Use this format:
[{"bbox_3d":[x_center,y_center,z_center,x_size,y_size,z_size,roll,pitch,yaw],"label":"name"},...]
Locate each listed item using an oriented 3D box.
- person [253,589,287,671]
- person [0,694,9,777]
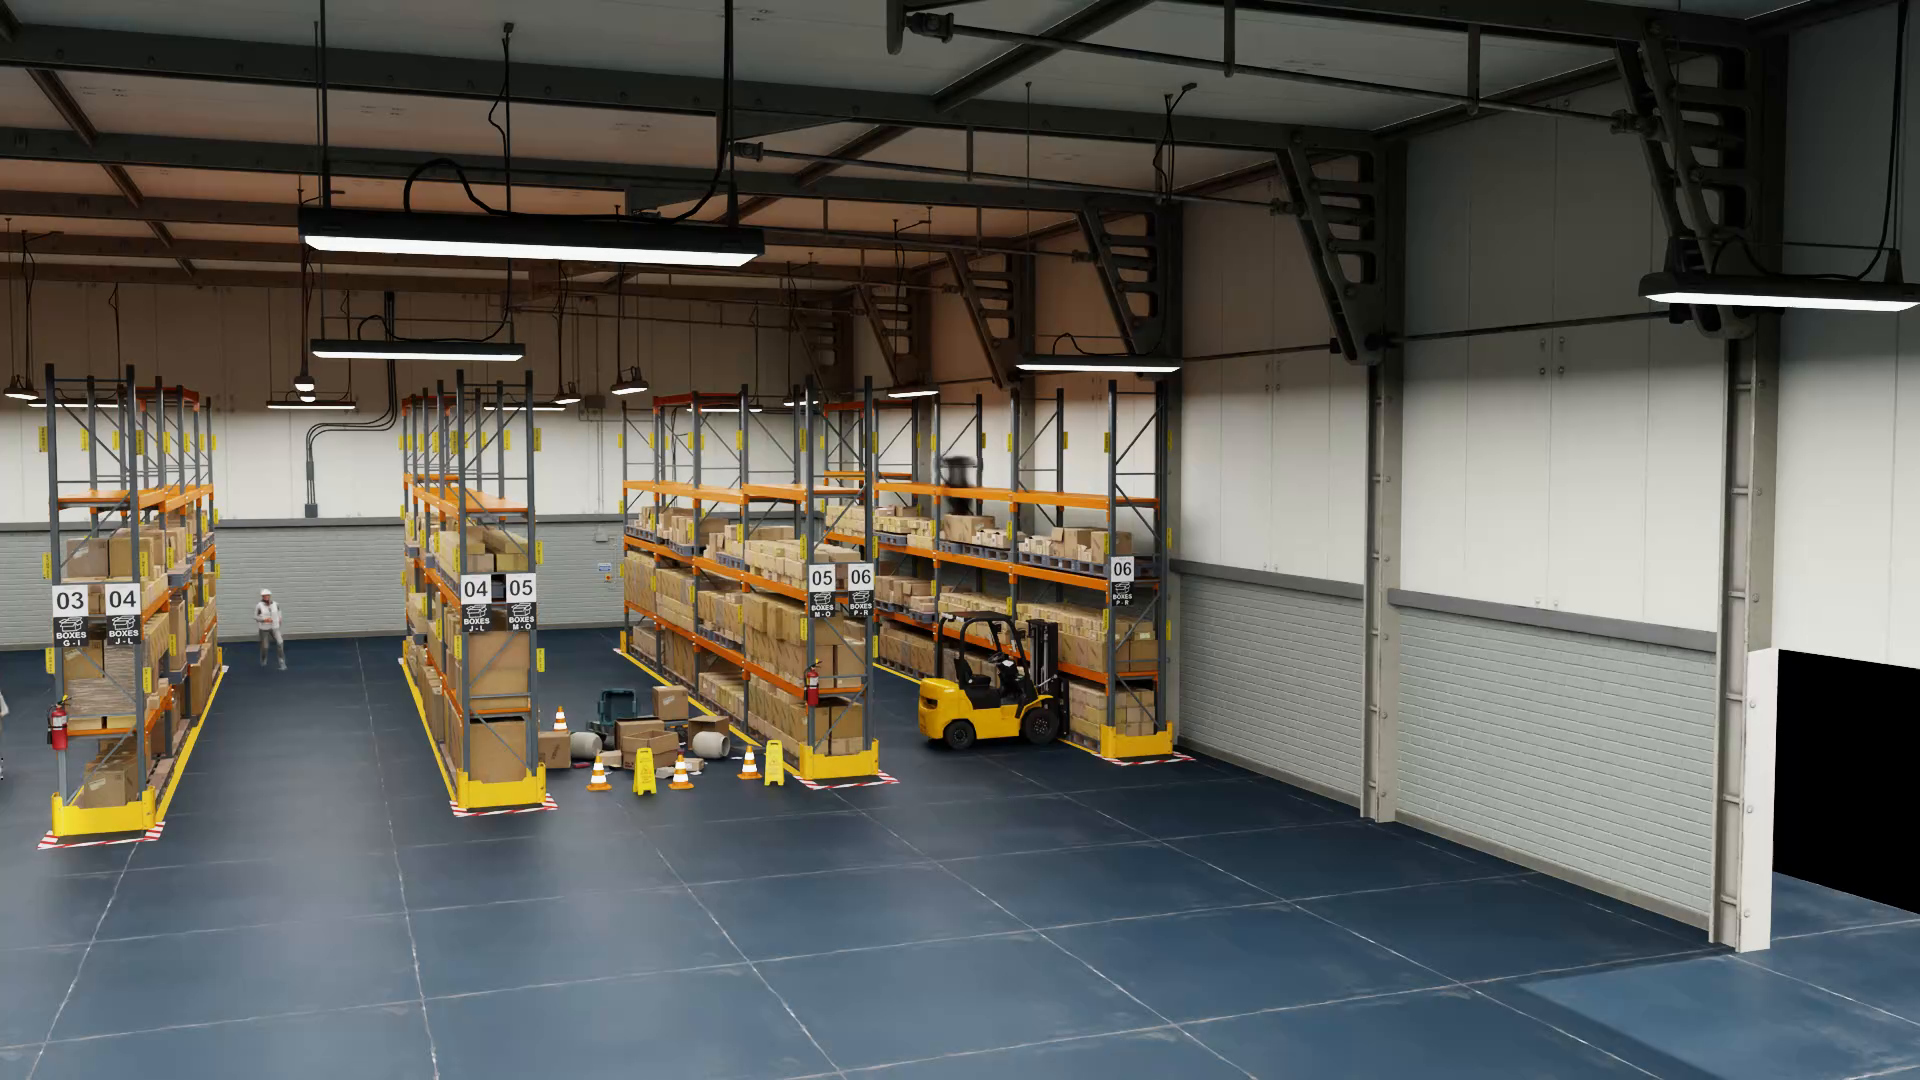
[{"bbox_3d":[-15.271,1.977,36.712,0.644,1.803,0.873,-2,4,-35],"label":"person"},{"bbox_3d":[-14.133,2.787,24.154,0.571,1.621,0.856,-2,4,-28],"label":"person"}]
